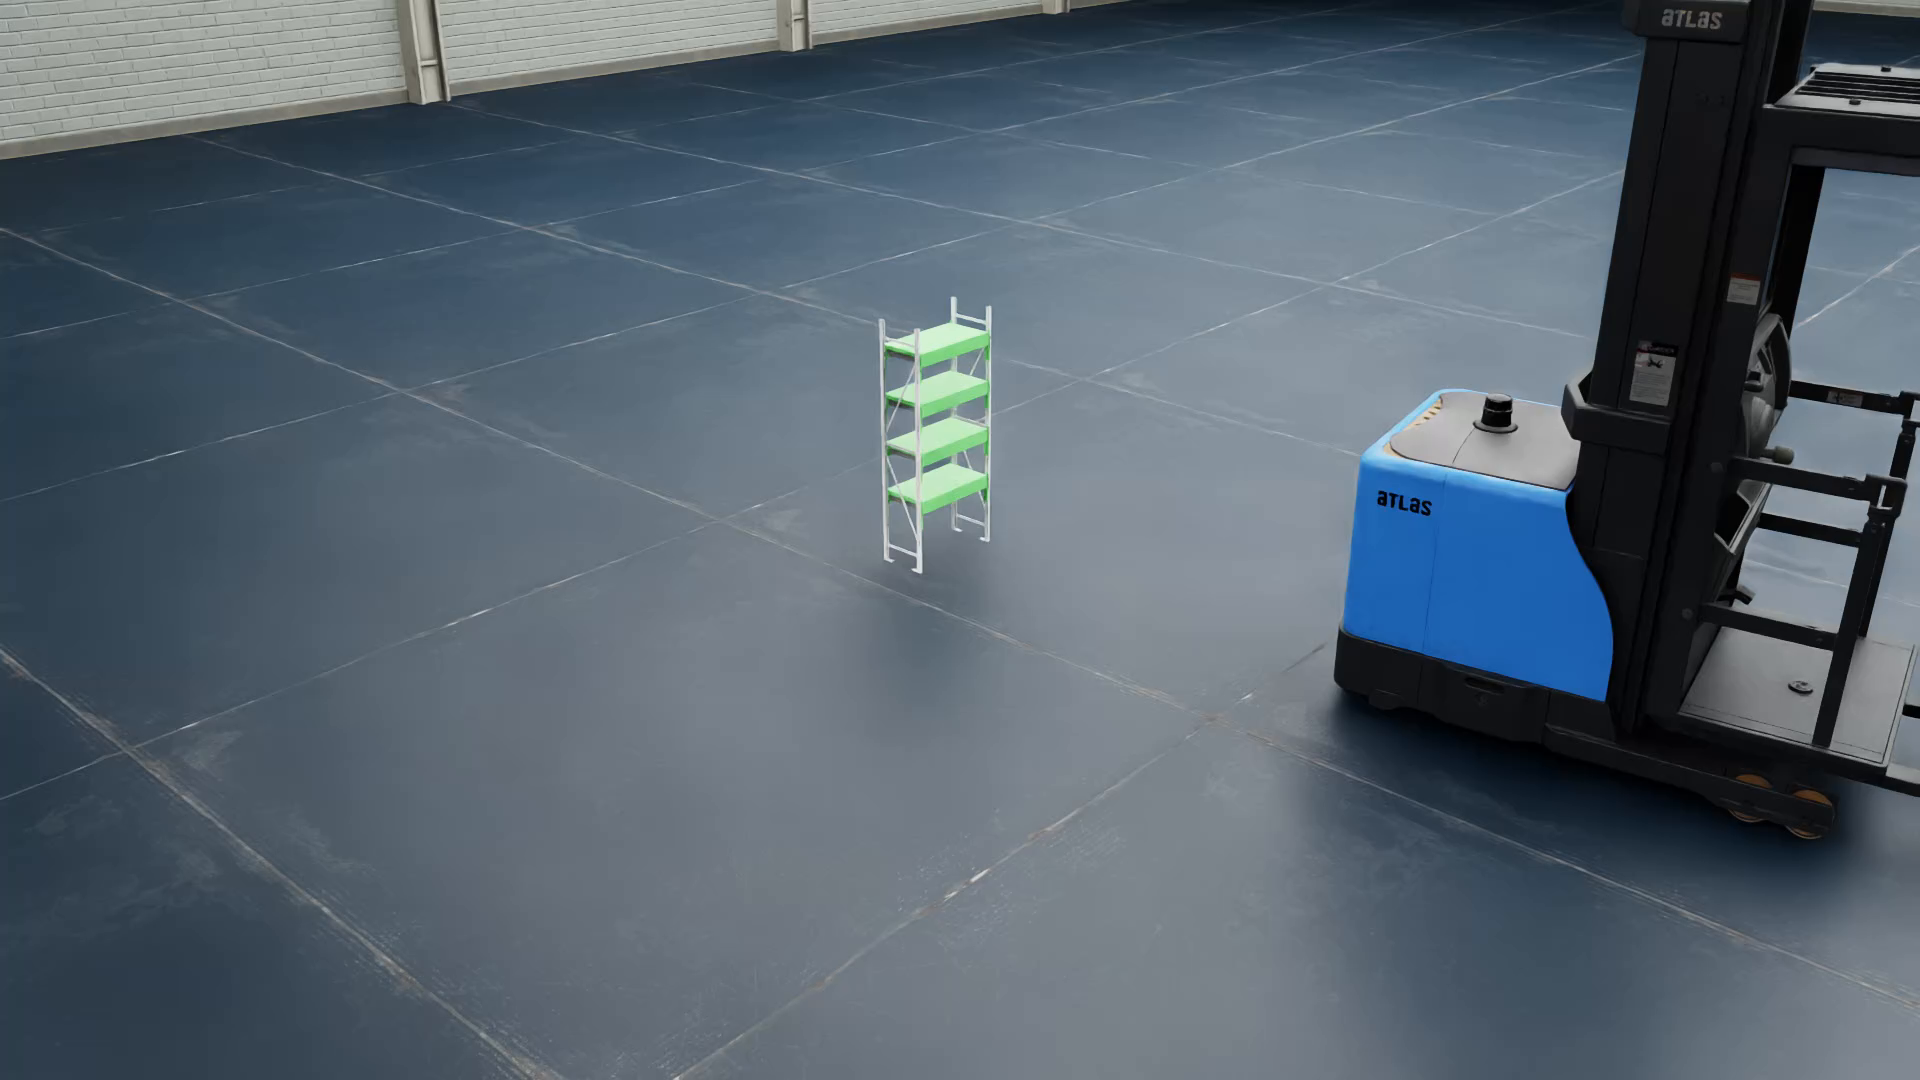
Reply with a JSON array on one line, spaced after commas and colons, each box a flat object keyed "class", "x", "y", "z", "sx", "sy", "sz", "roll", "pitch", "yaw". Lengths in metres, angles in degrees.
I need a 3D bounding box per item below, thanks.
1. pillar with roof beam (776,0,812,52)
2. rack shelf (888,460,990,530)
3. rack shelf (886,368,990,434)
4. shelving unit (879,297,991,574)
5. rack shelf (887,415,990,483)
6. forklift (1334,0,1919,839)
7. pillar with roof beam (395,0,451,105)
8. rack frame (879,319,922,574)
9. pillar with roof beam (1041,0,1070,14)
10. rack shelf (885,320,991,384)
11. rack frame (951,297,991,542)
[{"class": "pillar with roof beam", "x": 0.818, "y": -10.049, "z": 19.663, "sx": 9.100, "sy": 9.000, "sz": 0.400, "roll": 20, "pitch": 31, "yaw": 38}, {"class": "rack shelf", "x": -0.110, "y": -0.220, "z": 8.016, "sx": 0.258, "sy": 0.148, "sz": 0.480, "roll": 20, "pitch": 31, "yaw": 38}, {"class": "rack shelf", "x": -0.110, "y": -0.658, "z": 7.820, "sx": 0.258, "sy": 0.148, "sz": 0.480, "roll": 20, "pitch": 31, "yaw": 38}, {"class": "shelving unit", "x": -0.110, "y": -0.497, "z": 7.892, "sx": 0.258, "sy": 1.200, "sz": 0.503, "roll": 20, "pitch": 31, "yaw": 38}, {"class": "rack shelf", "x": -0.110, "y": -0.439, "z": 7.918, "sx": 0.258, "sy": 0.148, "sz": 0.480, "roll": 20, "pitch": 31, "yaw": 38}, {"class": "forklift", "x": 3.043, "y": -0.528, "z": 5.844, "sx": 3.031, "sy": 2.935, "sz": 1.130, "roll": 15, "pitch": 28, "yaw": 30}, {"class": "pillar with roof beam", "x": -3.187, "y": -8.221, "z": 15.586, "sx": 9.100, "sy": 9.000, "sz": 0.400, "roll": 20, "pitch": 31, "yaw": 38}, {"class": "rack frame", "x": -0.273, "y": -0.423, "z": 7.726, "sx": 0.240, "sy": 1.200, "sz": 0.015, "roll": 20, "pitch": 31, "yaw": 38}, {"class": "pillar with roof beam", "x": 4.822, "y": -11.877, "z": 23.741, "sx": 9.100, "sy": 9.000, "sz": 0.400, "roll": 20, "pitch": 31, "yaw": 38}, {"class": "rack shelf", "x": -0.110, "y": -0.877, "z": 7.722, "sx": 0.258, "sy": 0.148, "sz": 0.480, "roll": 20, "pitch": 31, "yaw": 38}, {"class": "rack frame", "x": 0.052, "y": -0.571, "z": 8.058, "sx": 0.240, "sy": 1.200, "sz": 0.015, "roll": 20, "pitch": 31, "yaw": 38}]
